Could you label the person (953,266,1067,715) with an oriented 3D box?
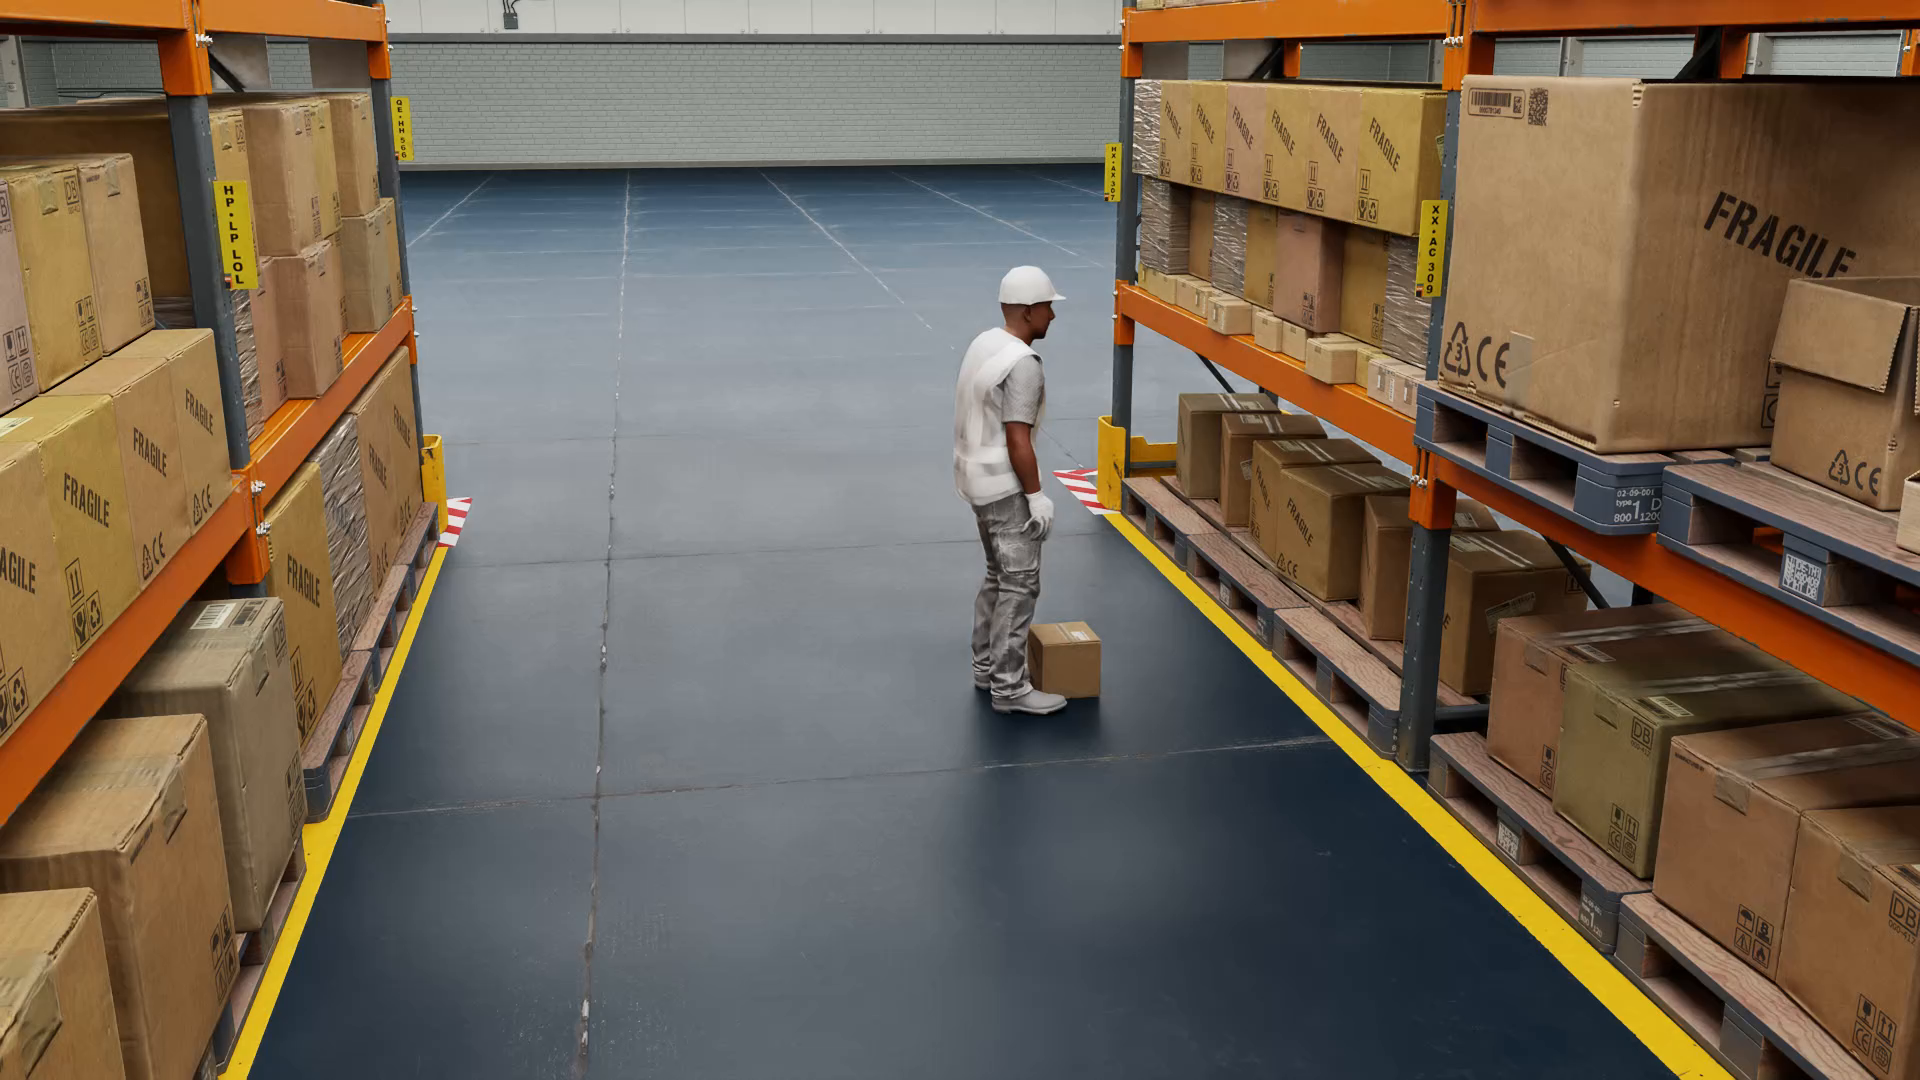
[{"bbox_3d":[0.209,-0.212,6.741,0.443,1.776,0.631,-4,17,-13],"label":"person"}]
